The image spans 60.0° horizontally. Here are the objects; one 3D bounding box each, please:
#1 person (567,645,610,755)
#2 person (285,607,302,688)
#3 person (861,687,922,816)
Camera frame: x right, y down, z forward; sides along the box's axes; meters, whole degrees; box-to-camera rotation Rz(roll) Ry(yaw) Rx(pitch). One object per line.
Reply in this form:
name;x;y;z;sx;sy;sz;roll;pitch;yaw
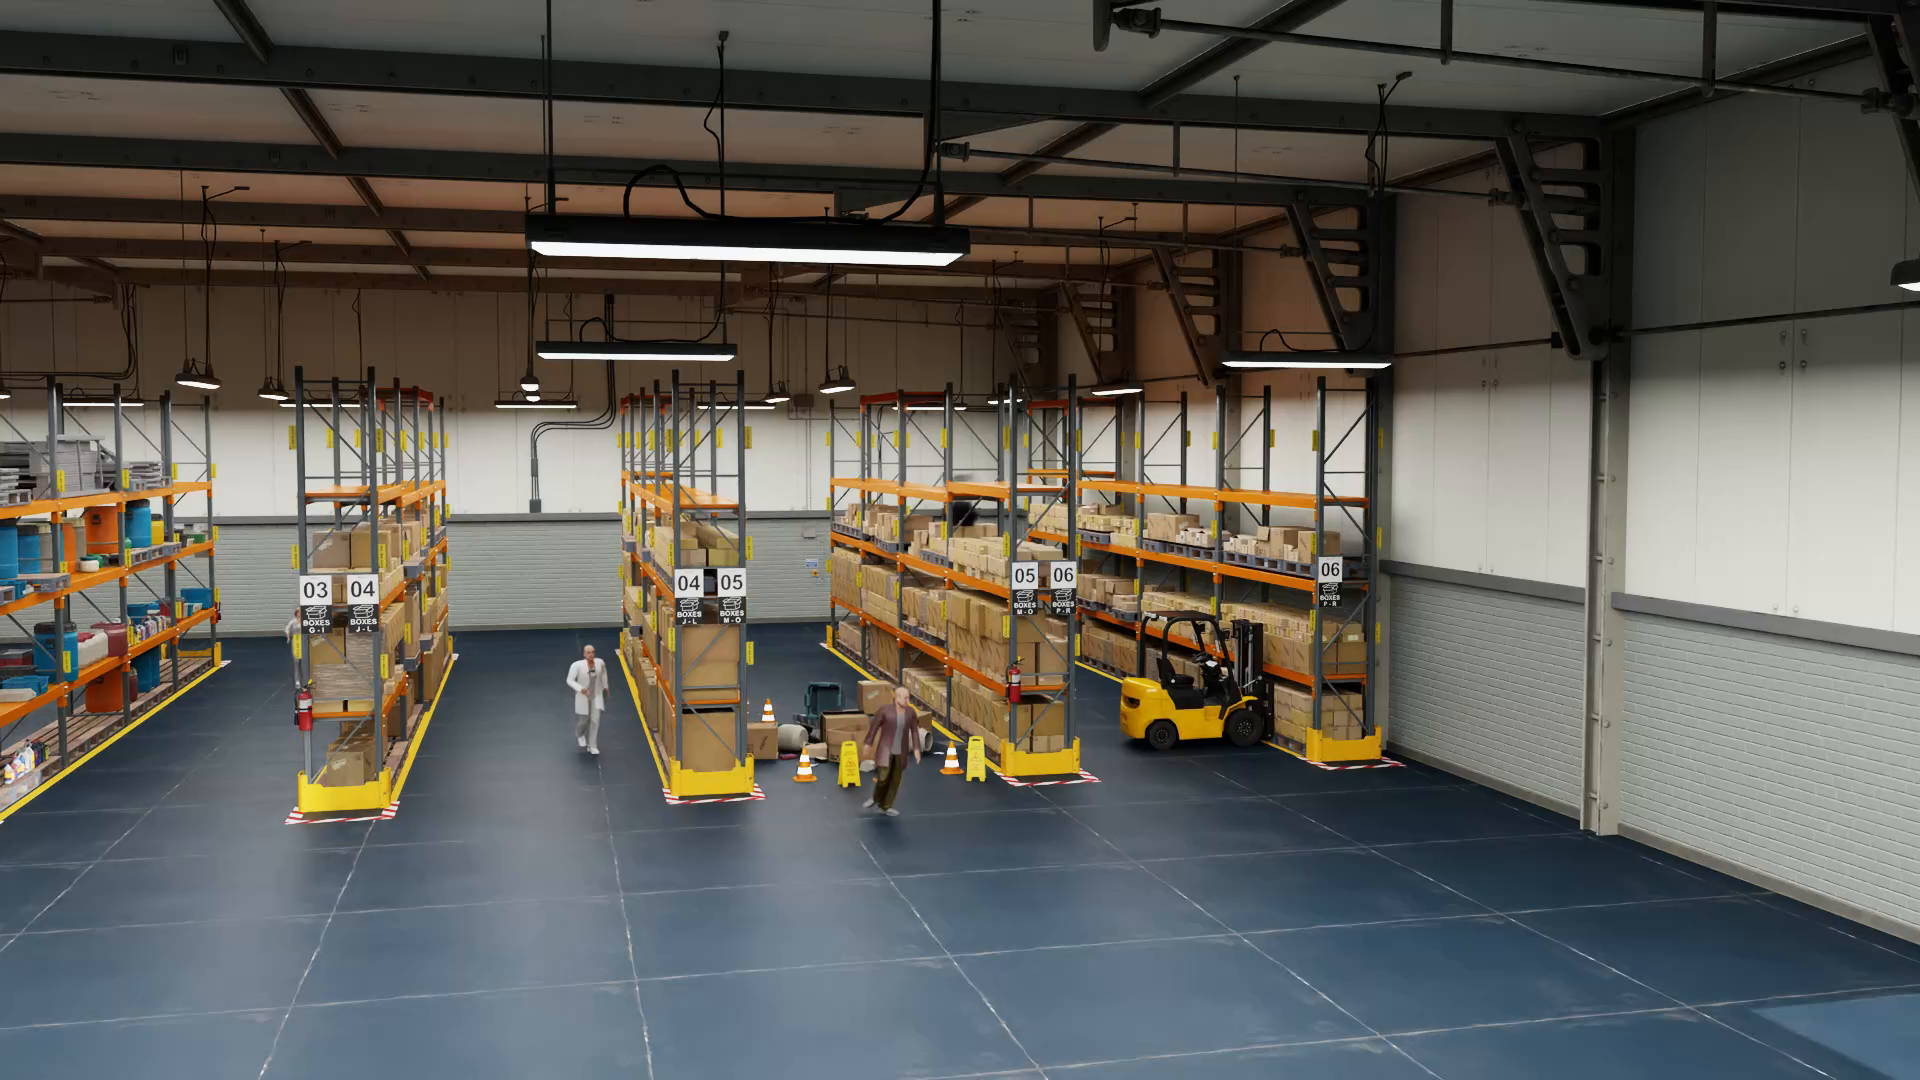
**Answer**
person;-6.008;2.539;26.770;0.699;1.741;0.933;-2;4;-25
person;-13.415;2.213;33.795;0.543;1.494;0.888;-1;4;-21
person;-0.920;2.813;22.184;0.744;1.746;0.557;-2;4;-24
